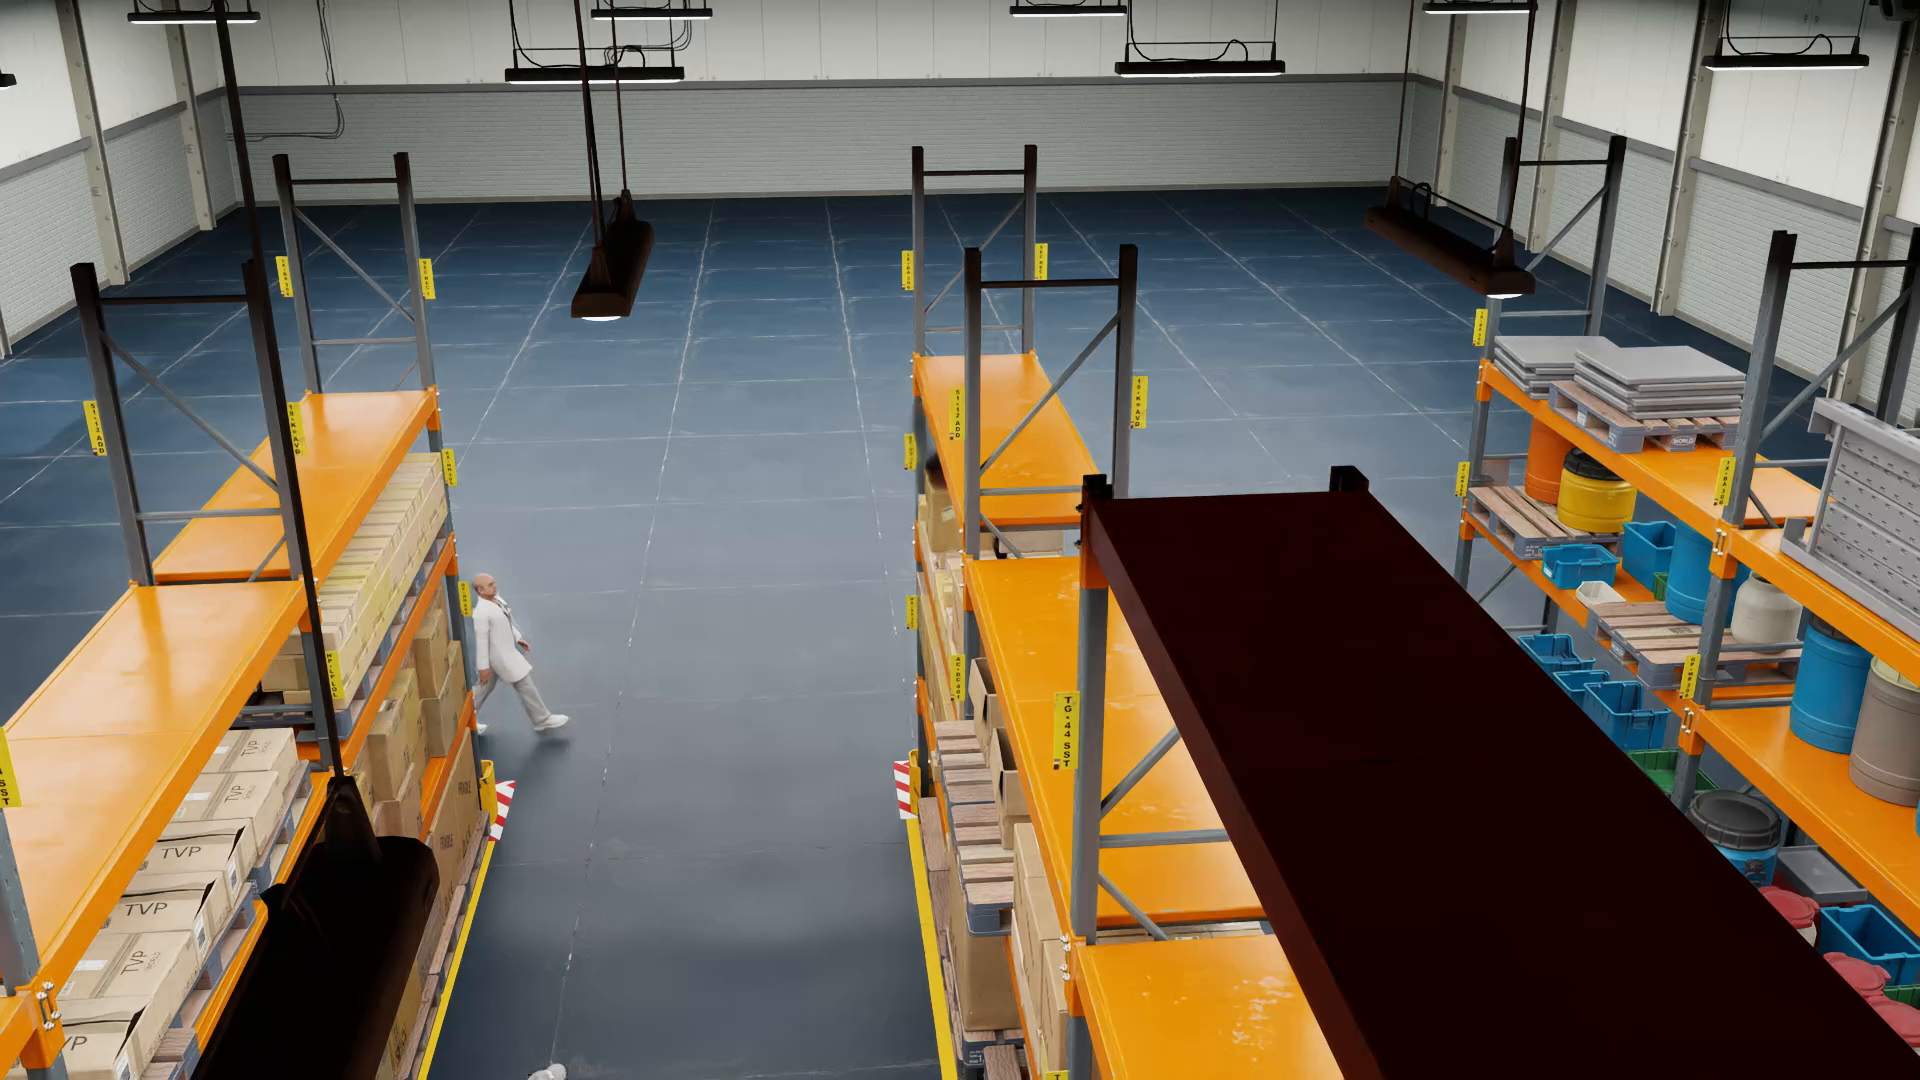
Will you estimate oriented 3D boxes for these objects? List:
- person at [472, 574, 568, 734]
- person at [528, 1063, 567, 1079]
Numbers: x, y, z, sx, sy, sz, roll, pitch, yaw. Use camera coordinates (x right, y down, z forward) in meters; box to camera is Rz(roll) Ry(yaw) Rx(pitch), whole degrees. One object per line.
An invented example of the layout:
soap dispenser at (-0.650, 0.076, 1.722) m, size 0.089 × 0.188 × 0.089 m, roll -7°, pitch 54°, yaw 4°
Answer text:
person at (-4.556, 1.122, 16.454) m, size 1.118 × 1.731 × 0.543 m, roll -11°, pitch 24°, yaw -27°
person at (-2.417, 3.854, 9.760) m, size 0.565 × 1.678 × 0.720 m, roll -1°, pitch 22°, yaw -3°
